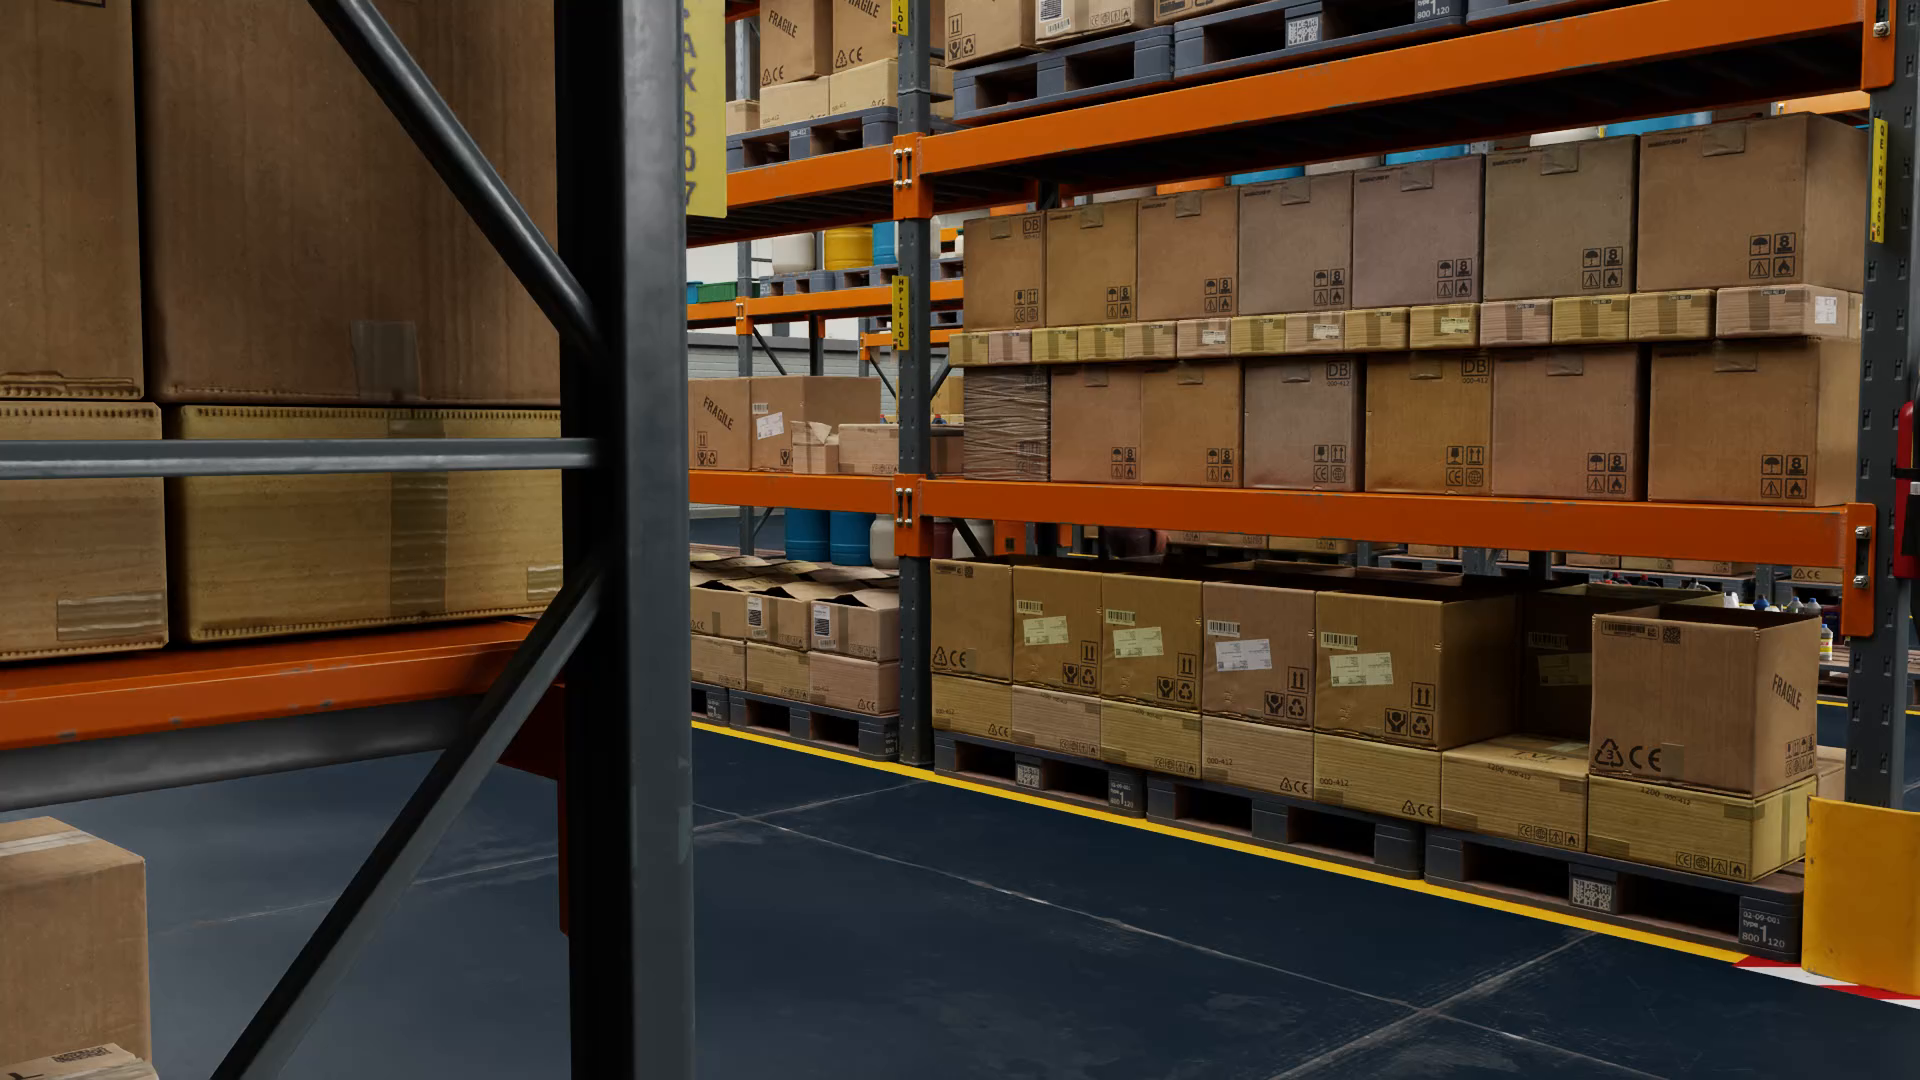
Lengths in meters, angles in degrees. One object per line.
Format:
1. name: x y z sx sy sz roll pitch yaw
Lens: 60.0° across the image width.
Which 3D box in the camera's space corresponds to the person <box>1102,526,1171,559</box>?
1. person: 1.169 -0.041 10.857 0.433 1.777 0.575 -3 5 -34
